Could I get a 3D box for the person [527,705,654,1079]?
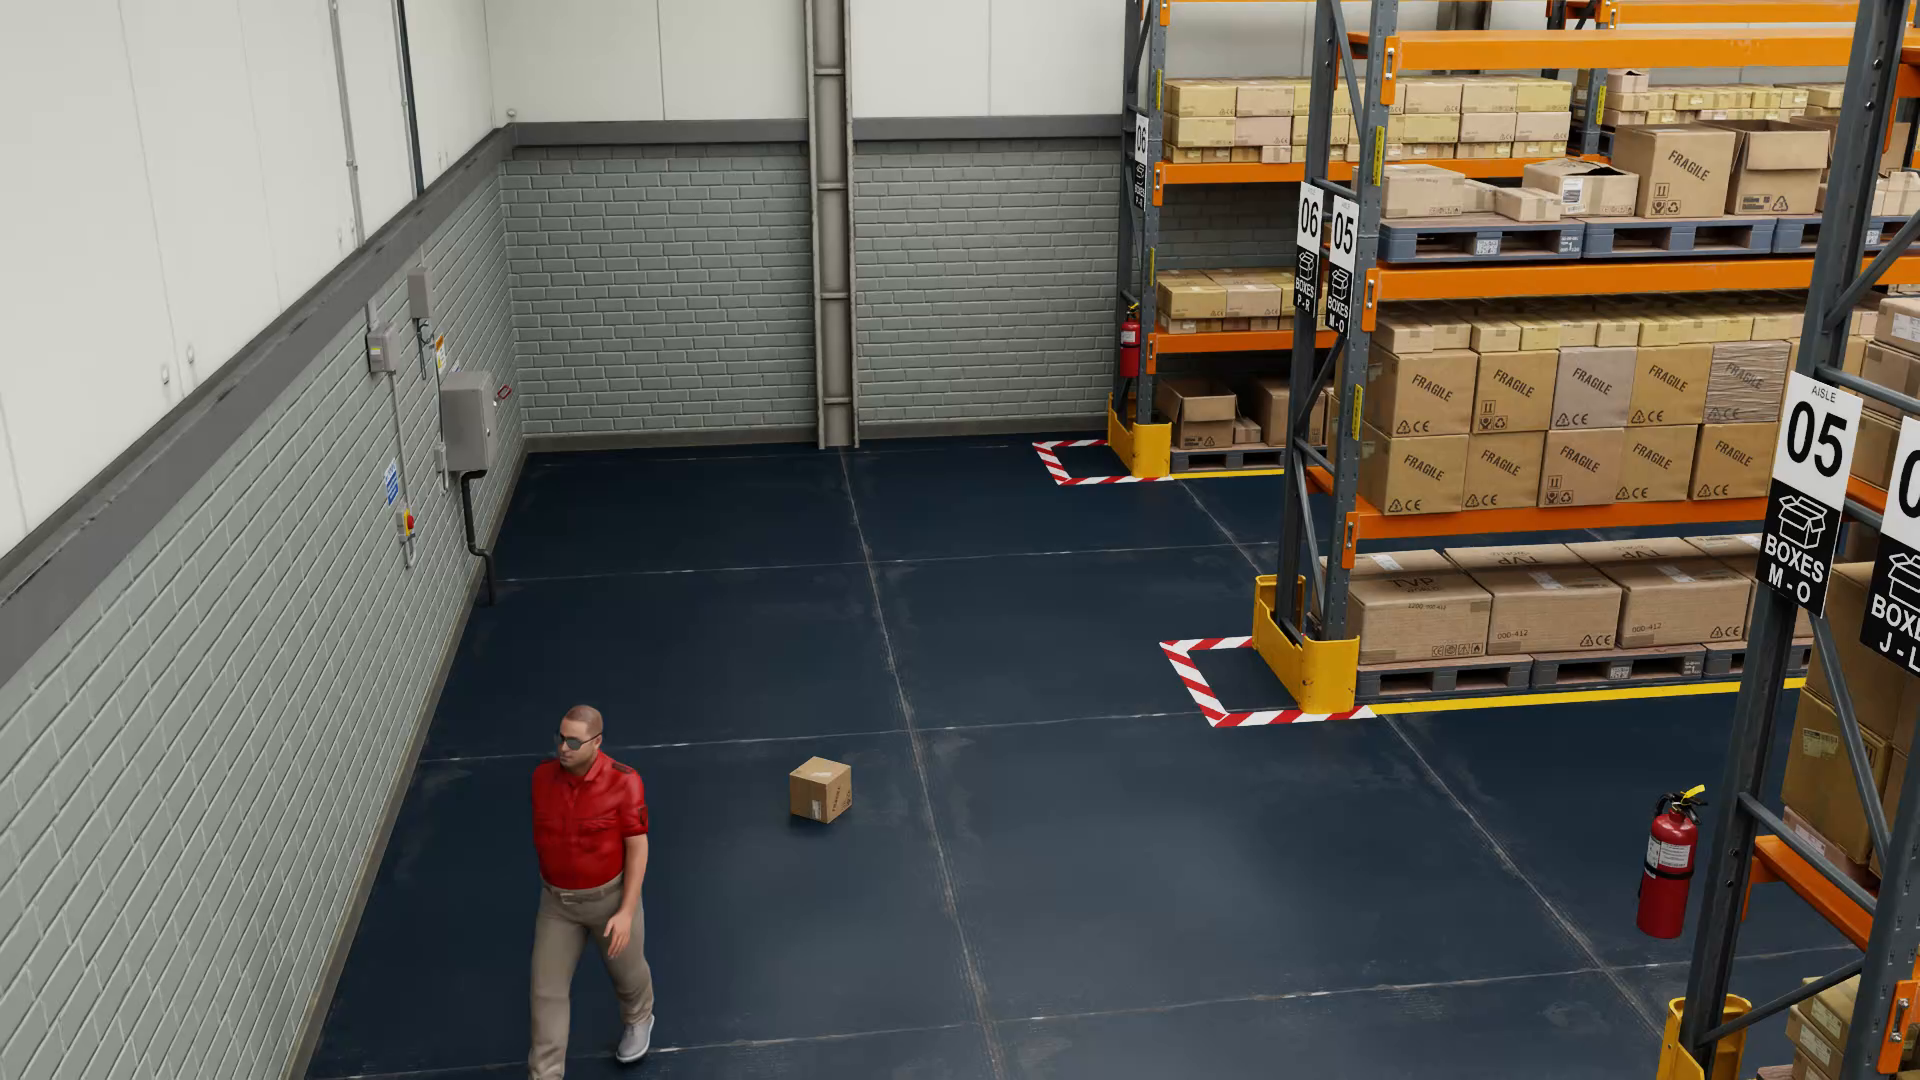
[{"bbox_3d":[-1.555,1.530,6.825,0.539,1.687,0.903,3,20,8],"label":"person"}]
